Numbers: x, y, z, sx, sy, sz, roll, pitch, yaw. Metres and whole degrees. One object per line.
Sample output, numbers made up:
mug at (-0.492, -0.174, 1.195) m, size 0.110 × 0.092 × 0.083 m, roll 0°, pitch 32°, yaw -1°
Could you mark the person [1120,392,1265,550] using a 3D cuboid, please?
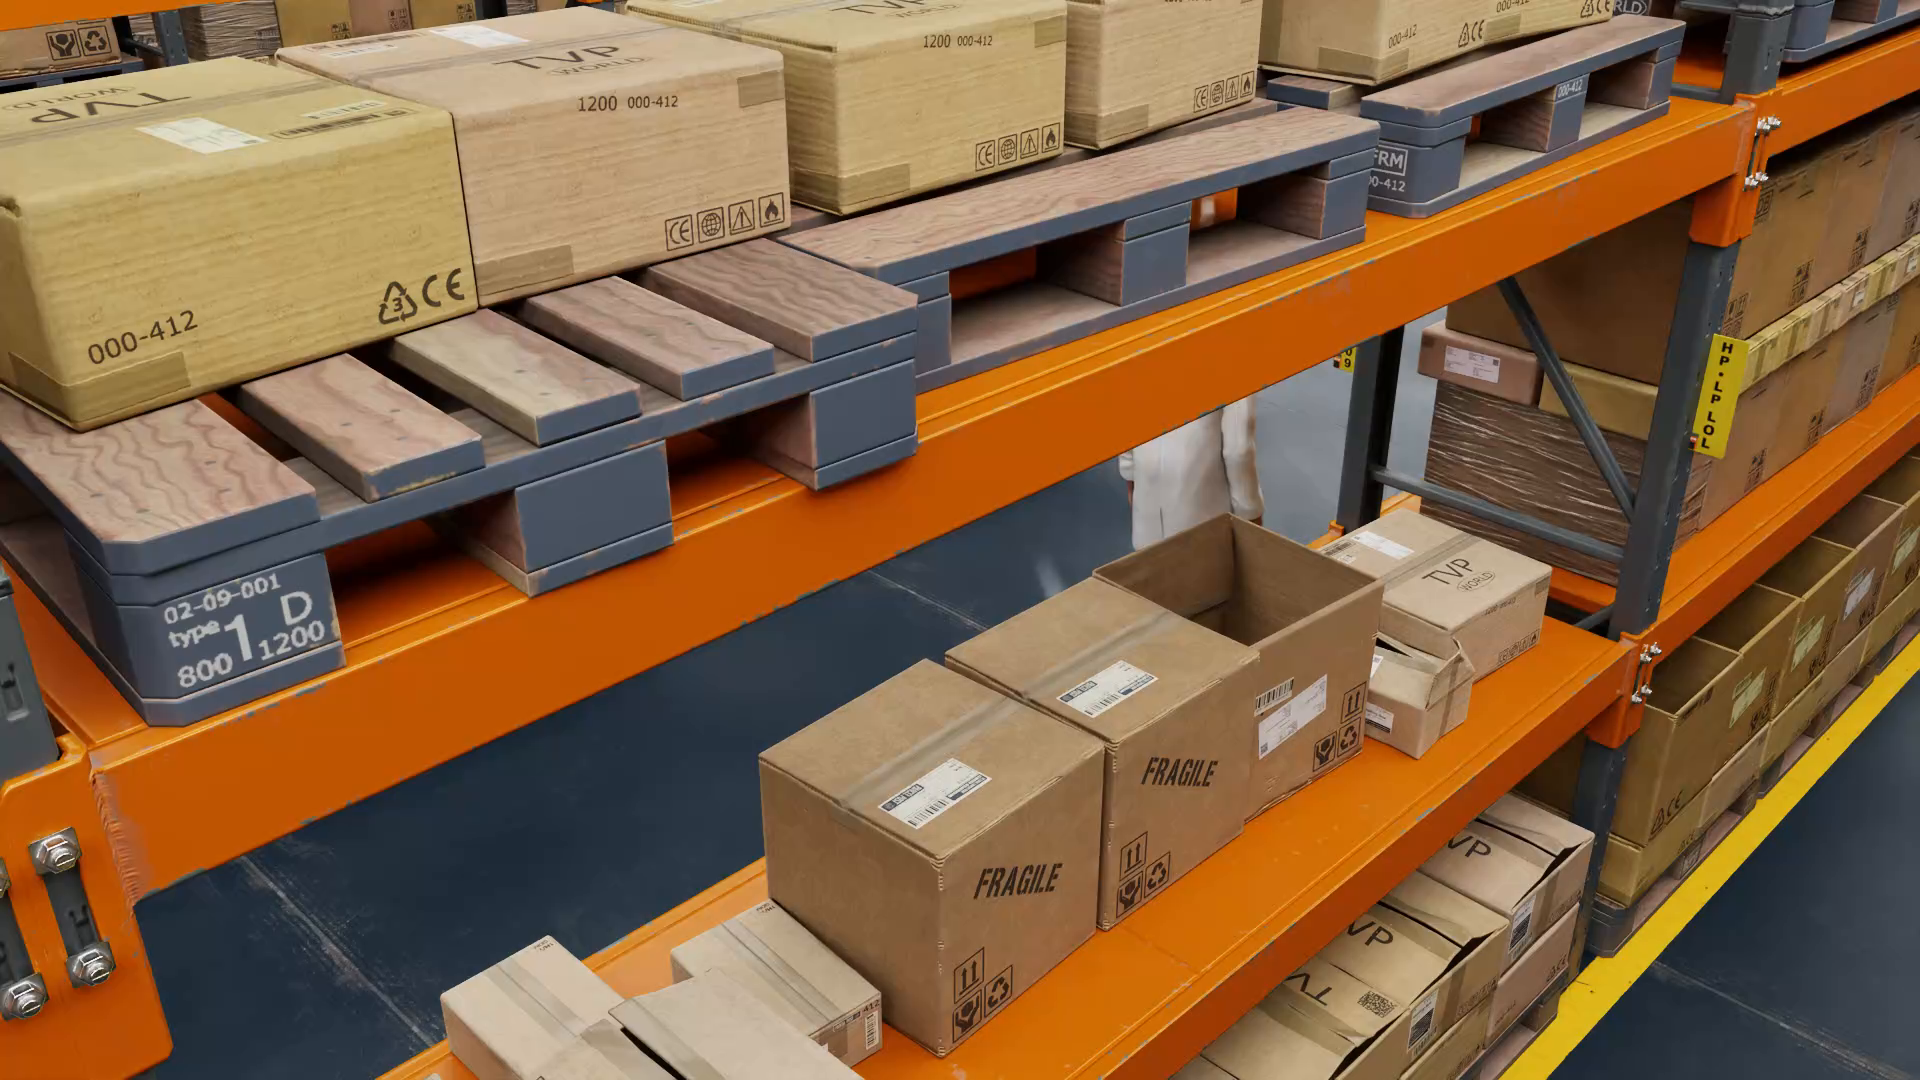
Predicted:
person at (0.885, -0.170, 6.464) m, size 0.655 × 1.775 × 0.419 m, roll 23°, pitch 35°, yaw 37°
